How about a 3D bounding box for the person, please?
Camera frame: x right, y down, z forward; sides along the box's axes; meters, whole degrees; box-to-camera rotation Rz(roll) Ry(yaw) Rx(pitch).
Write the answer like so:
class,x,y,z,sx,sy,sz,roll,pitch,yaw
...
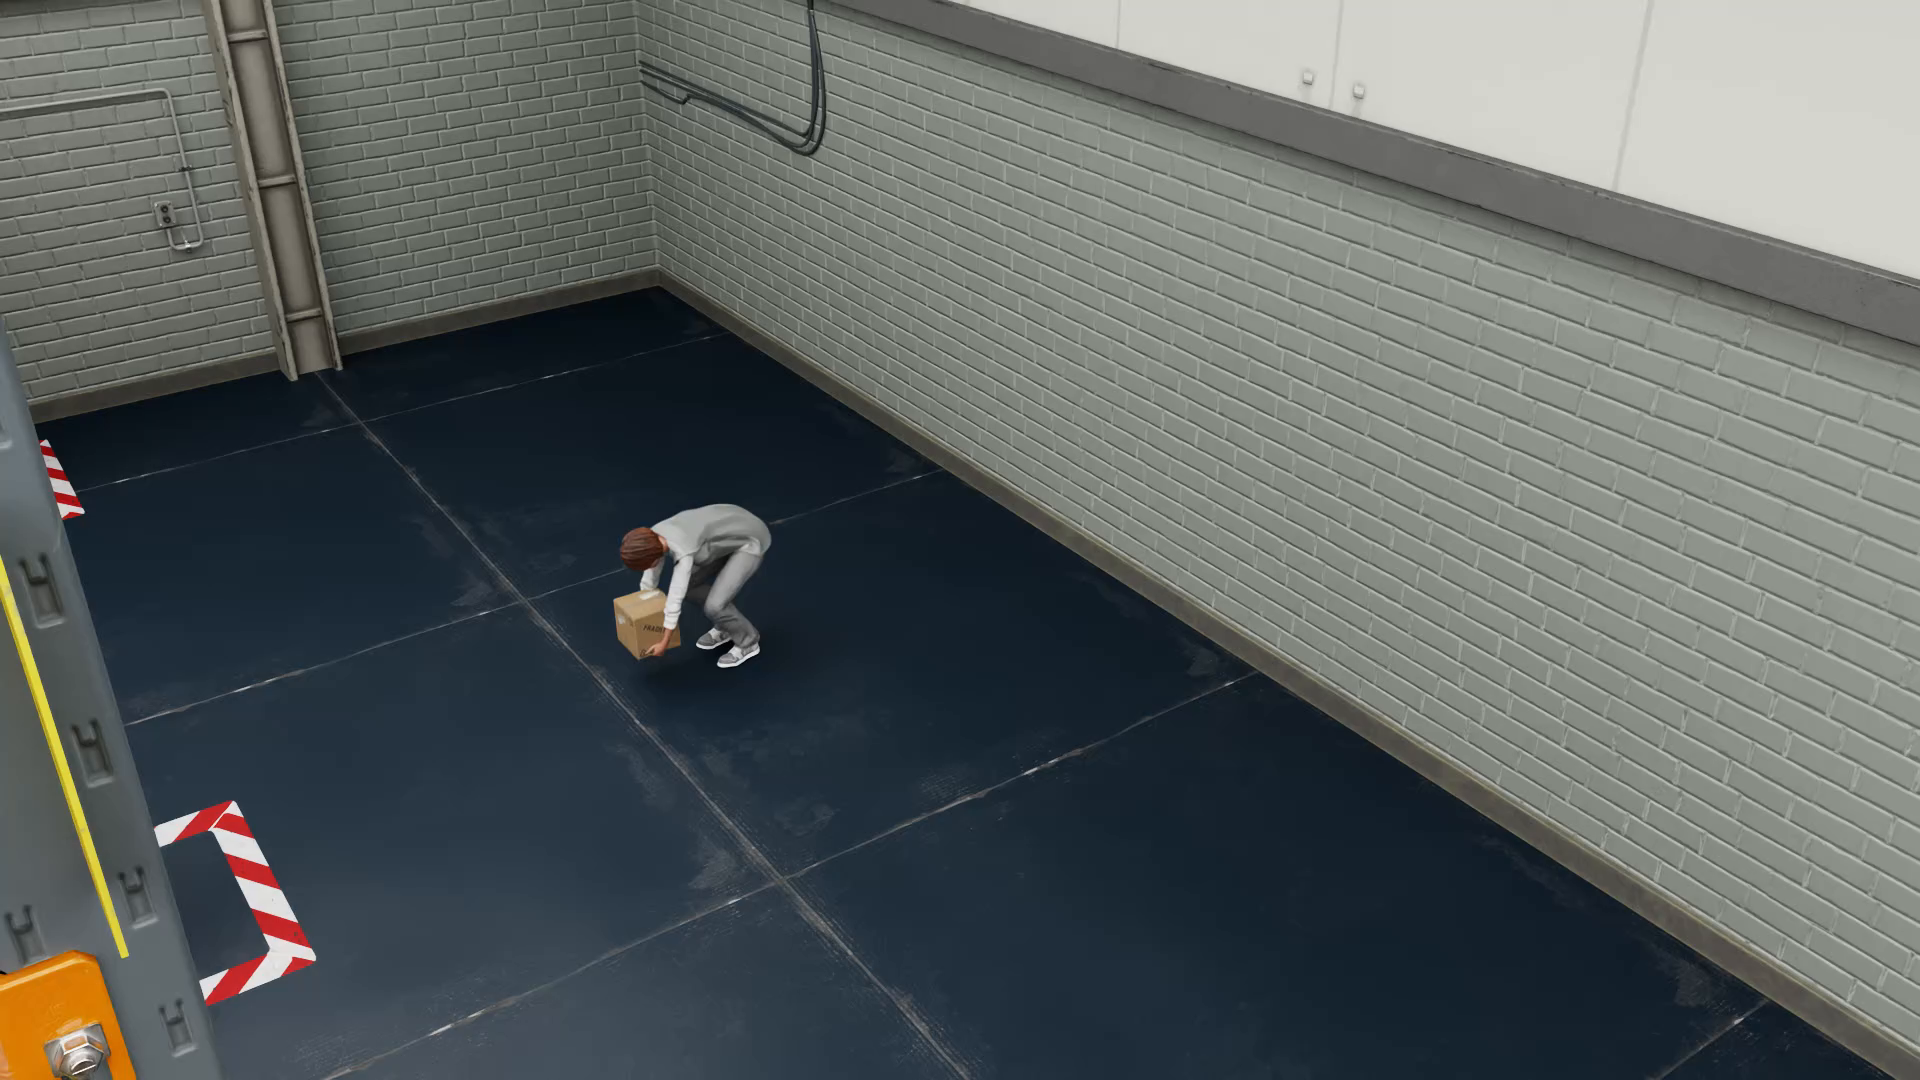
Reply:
class,x,y,z,sx,sy,sz,roll,pitch,yaw
person,-1.397,0.265,8.908,0.862,0.906,0.429,-21,35,-33
